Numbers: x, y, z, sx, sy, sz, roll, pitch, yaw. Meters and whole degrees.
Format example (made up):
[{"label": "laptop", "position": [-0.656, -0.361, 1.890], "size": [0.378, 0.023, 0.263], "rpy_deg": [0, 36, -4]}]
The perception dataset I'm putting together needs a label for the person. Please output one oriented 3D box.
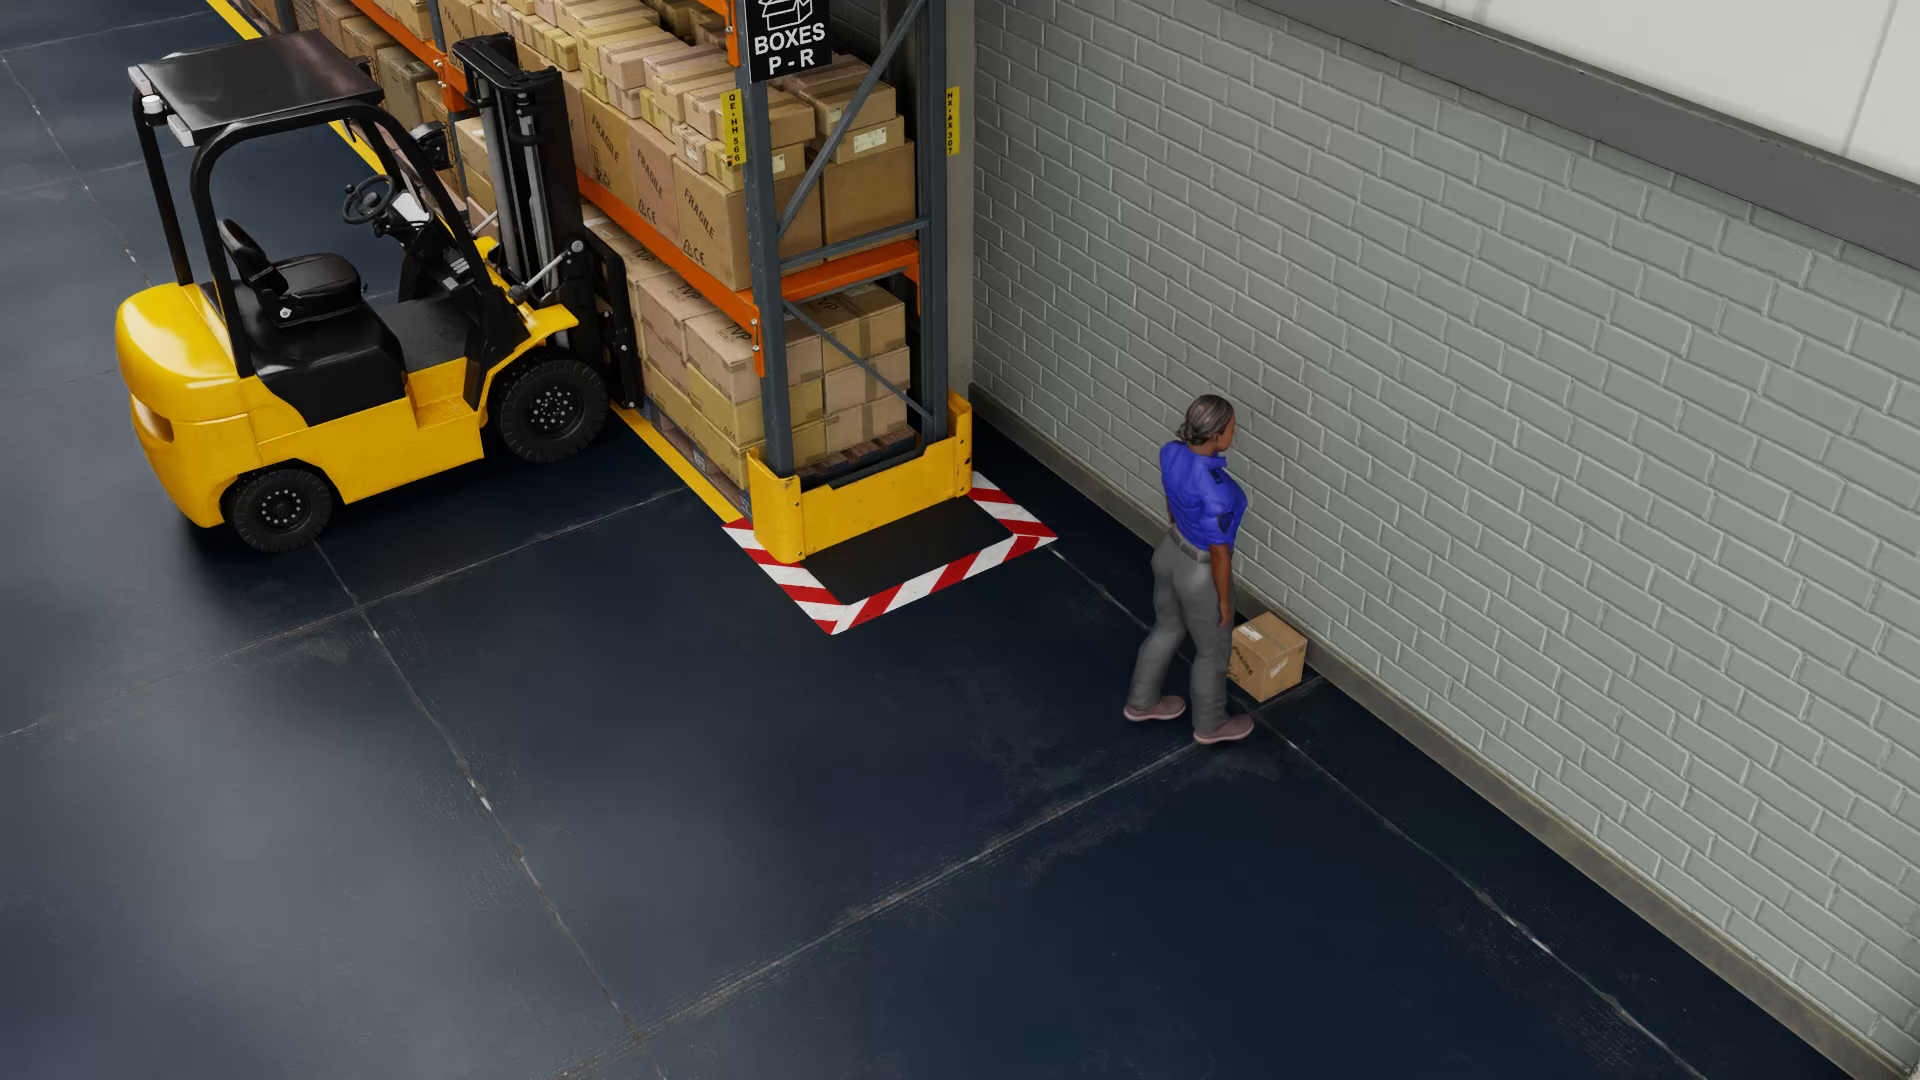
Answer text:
[{"label": "person", "position": [0.990, 0.128, 6.821], "size": [0.502, 1.668, 0.461], "rpy_deg": [-17, 40, -21]}]
